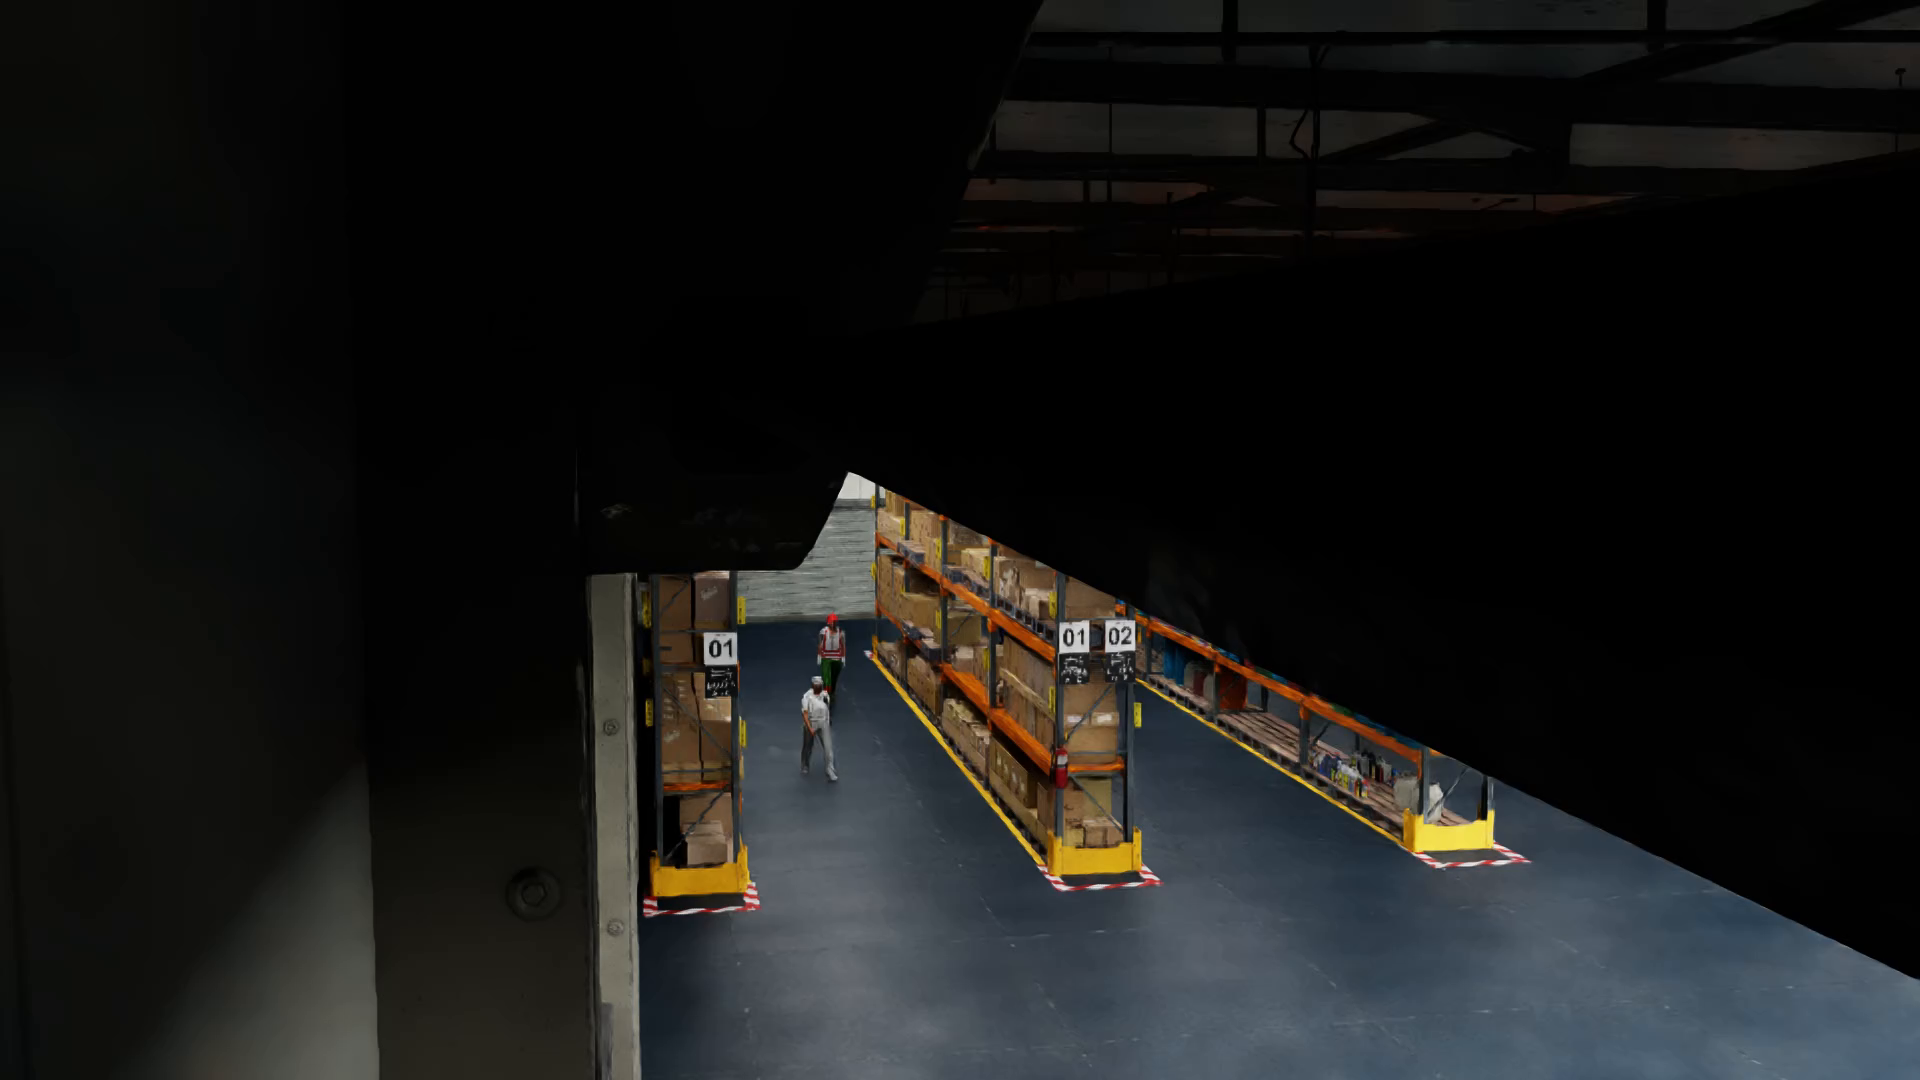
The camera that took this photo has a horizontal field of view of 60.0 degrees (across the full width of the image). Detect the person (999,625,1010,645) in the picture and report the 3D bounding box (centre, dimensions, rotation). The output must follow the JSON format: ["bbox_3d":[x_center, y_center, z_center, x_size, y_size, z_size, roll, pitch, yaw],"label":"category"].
[{"bbox_3d":[0.923,2.216,32.999,0.593,1.483,0.509,-1,6,-14],"label":"person"}]

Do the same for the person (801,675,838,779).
[{"bbox_3d":[-2.222,2.881,25.763,0.490,1.597,0.999,-2,6,-19],"label":"person"}]

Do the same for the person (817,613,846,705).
[{"bbox_3d":[-2.422,2.230,31.546,0.550,1.708,1.128,-1,6,-13],"label":"person"}]
